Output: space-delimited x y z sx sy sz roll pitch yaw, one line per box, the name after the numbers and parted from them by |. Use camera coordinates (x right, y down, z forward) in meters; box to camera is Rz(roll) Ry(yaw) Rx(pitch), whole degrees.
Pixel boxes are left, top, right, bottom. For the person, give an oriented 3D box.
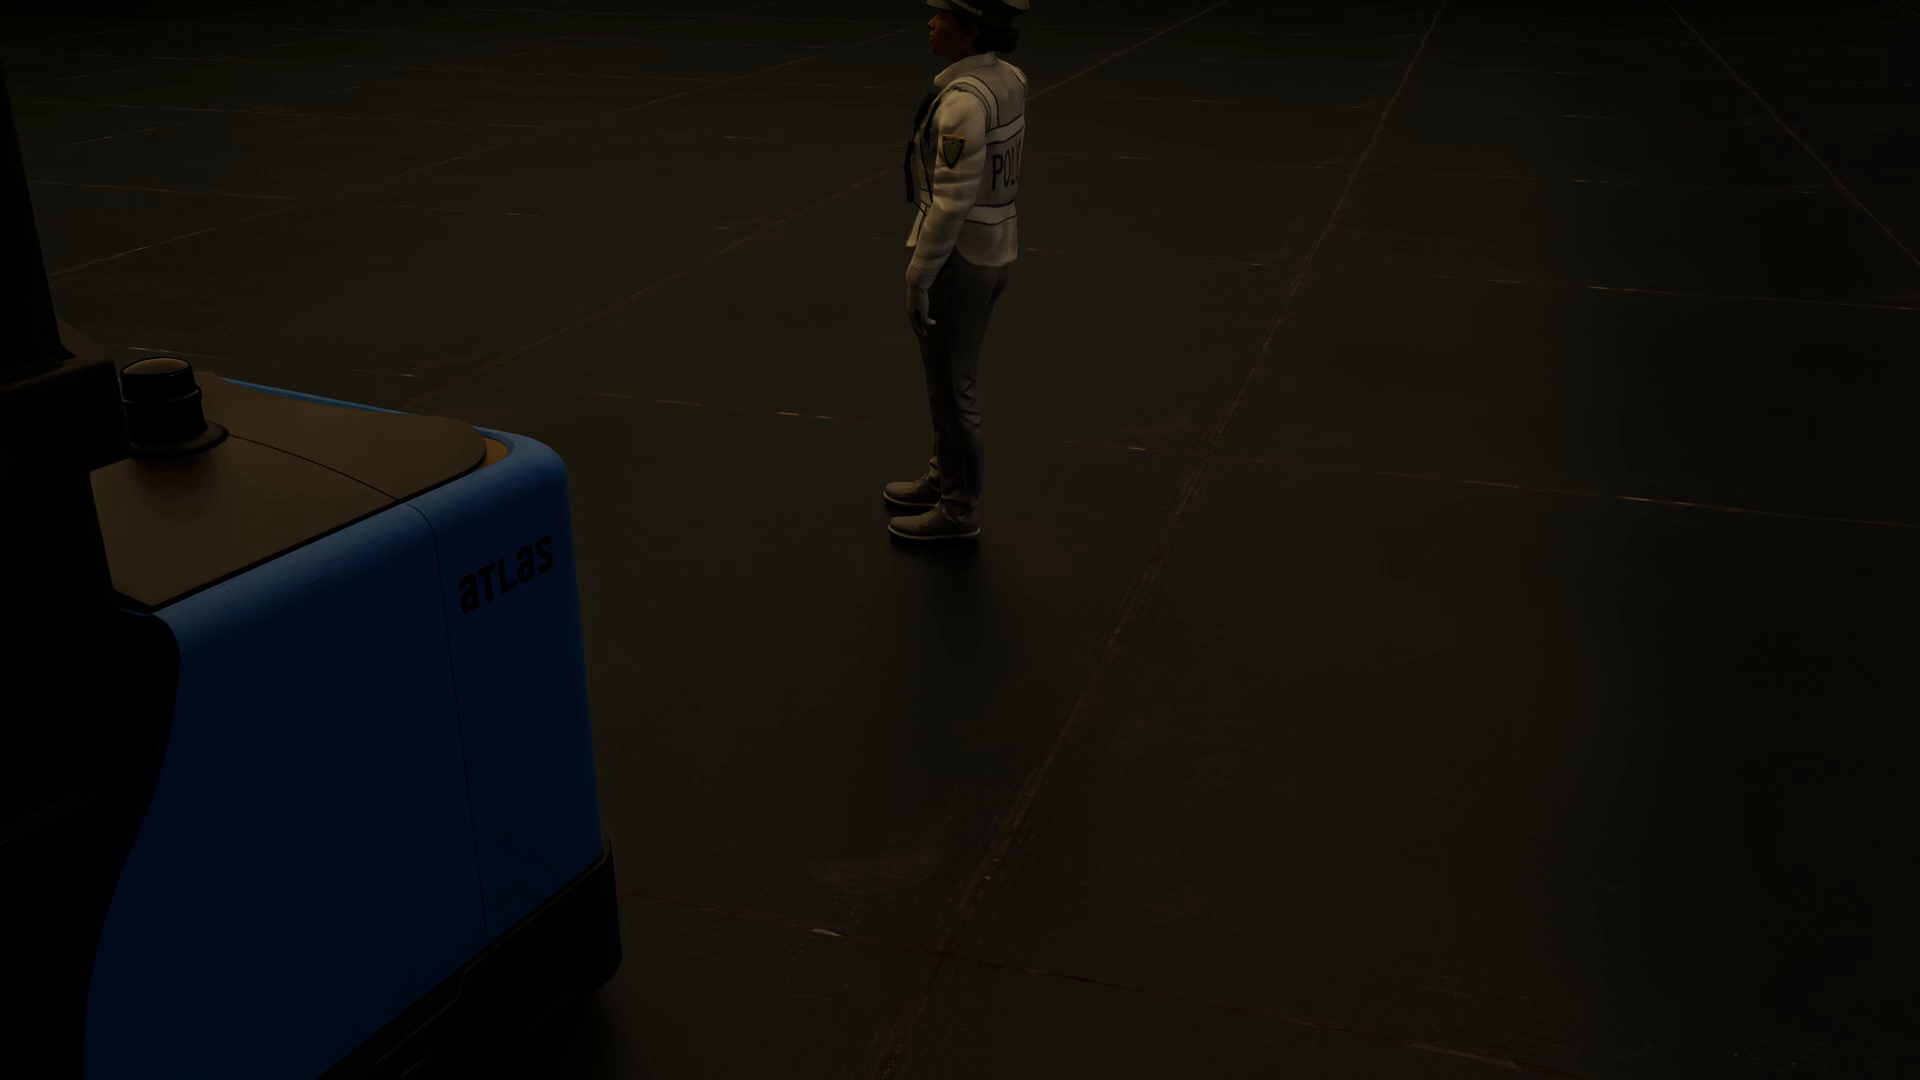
-0.062 -0.800 4.818 0.534 1.696 0.587 7 23 16 | person

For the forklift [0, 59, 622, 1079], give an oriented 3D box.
-1.748 -0.109 1.543 1.130 2.935 3.031 11 25 25 | forklift
